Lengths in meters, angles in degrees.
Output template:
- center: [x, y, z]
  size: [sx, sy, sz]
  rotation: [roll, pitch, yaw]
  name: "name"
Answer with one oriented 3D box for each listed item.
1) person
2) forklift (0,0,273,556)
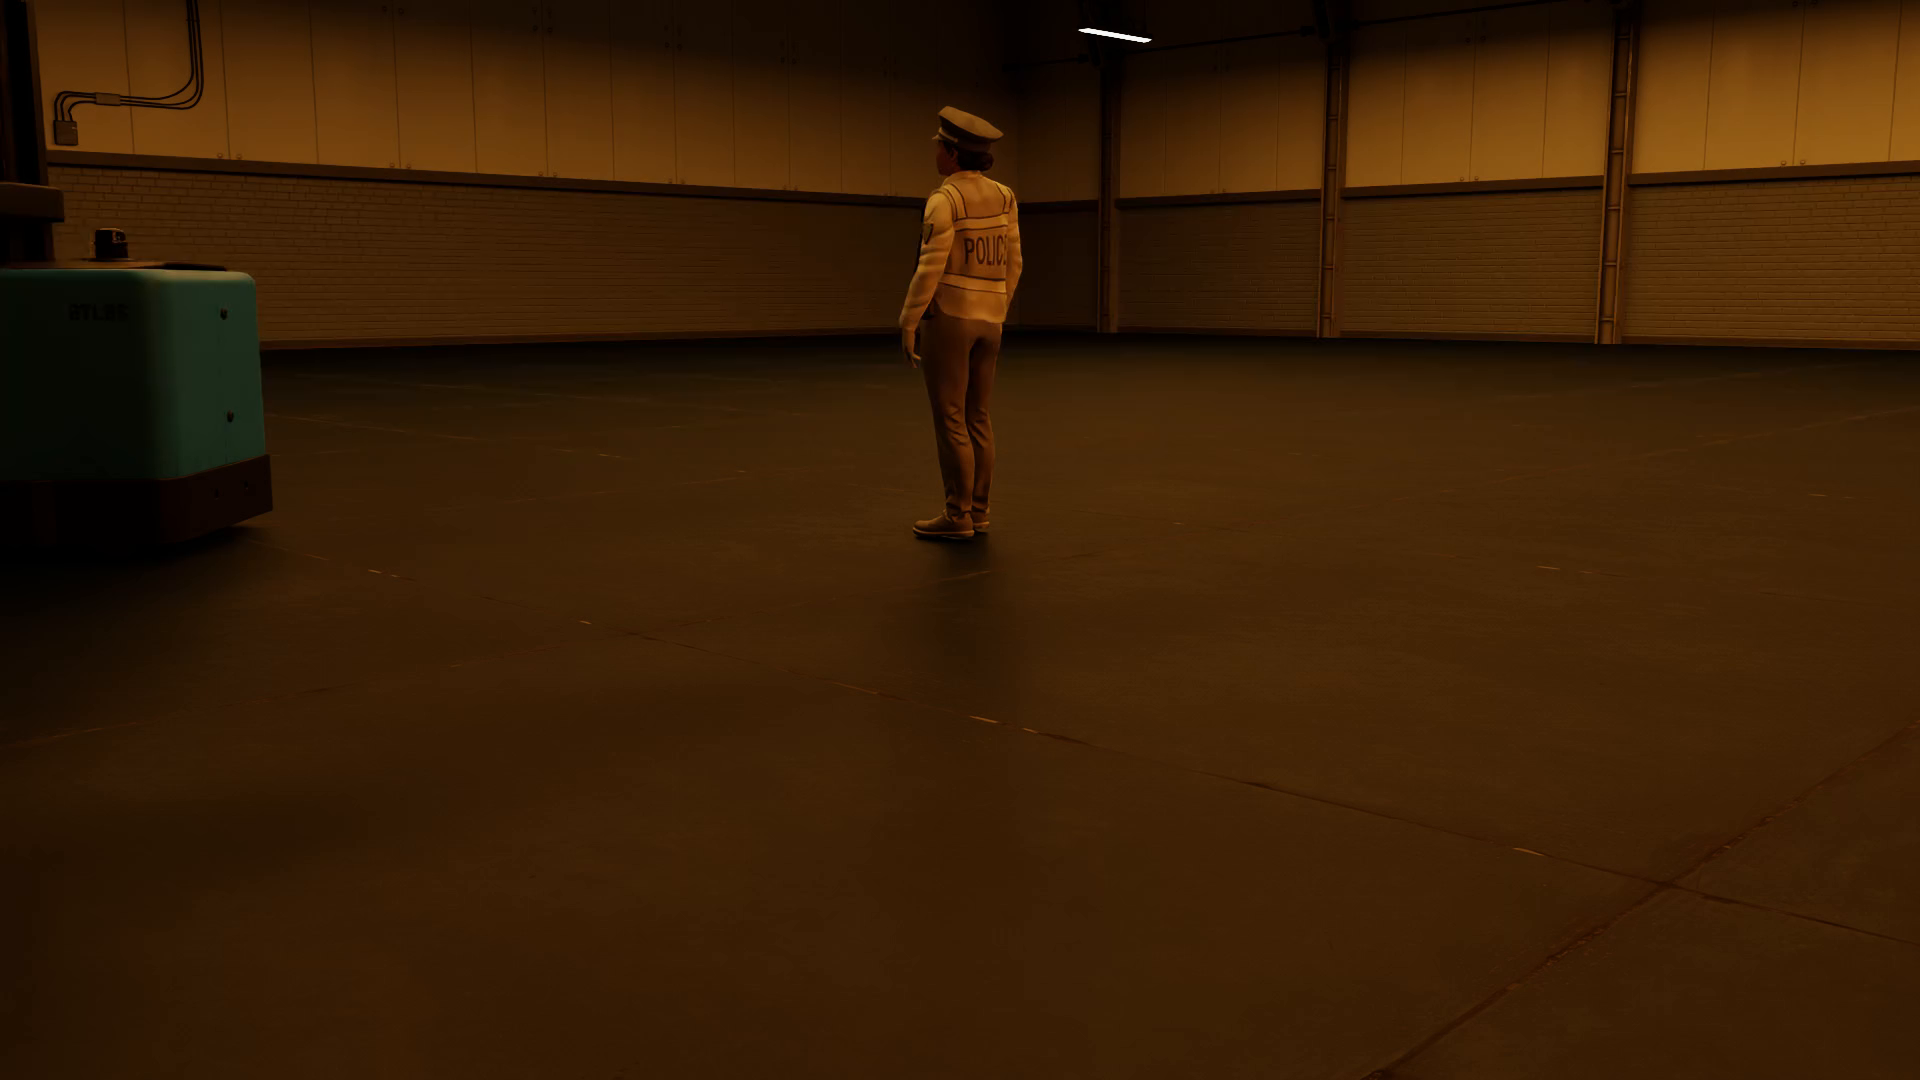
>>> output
- center: [-0.044, -0.853, 6.642]
  size: [0.532, 1.694, 0.586]
  rotation: [8, 12, 43]
  name: "person"
- center: [-4.417, -1.430, 6.372]
  size: [3.031, 2.935, 1.130]
  rotation: [0, 9, -3]
  name: "forklift"
